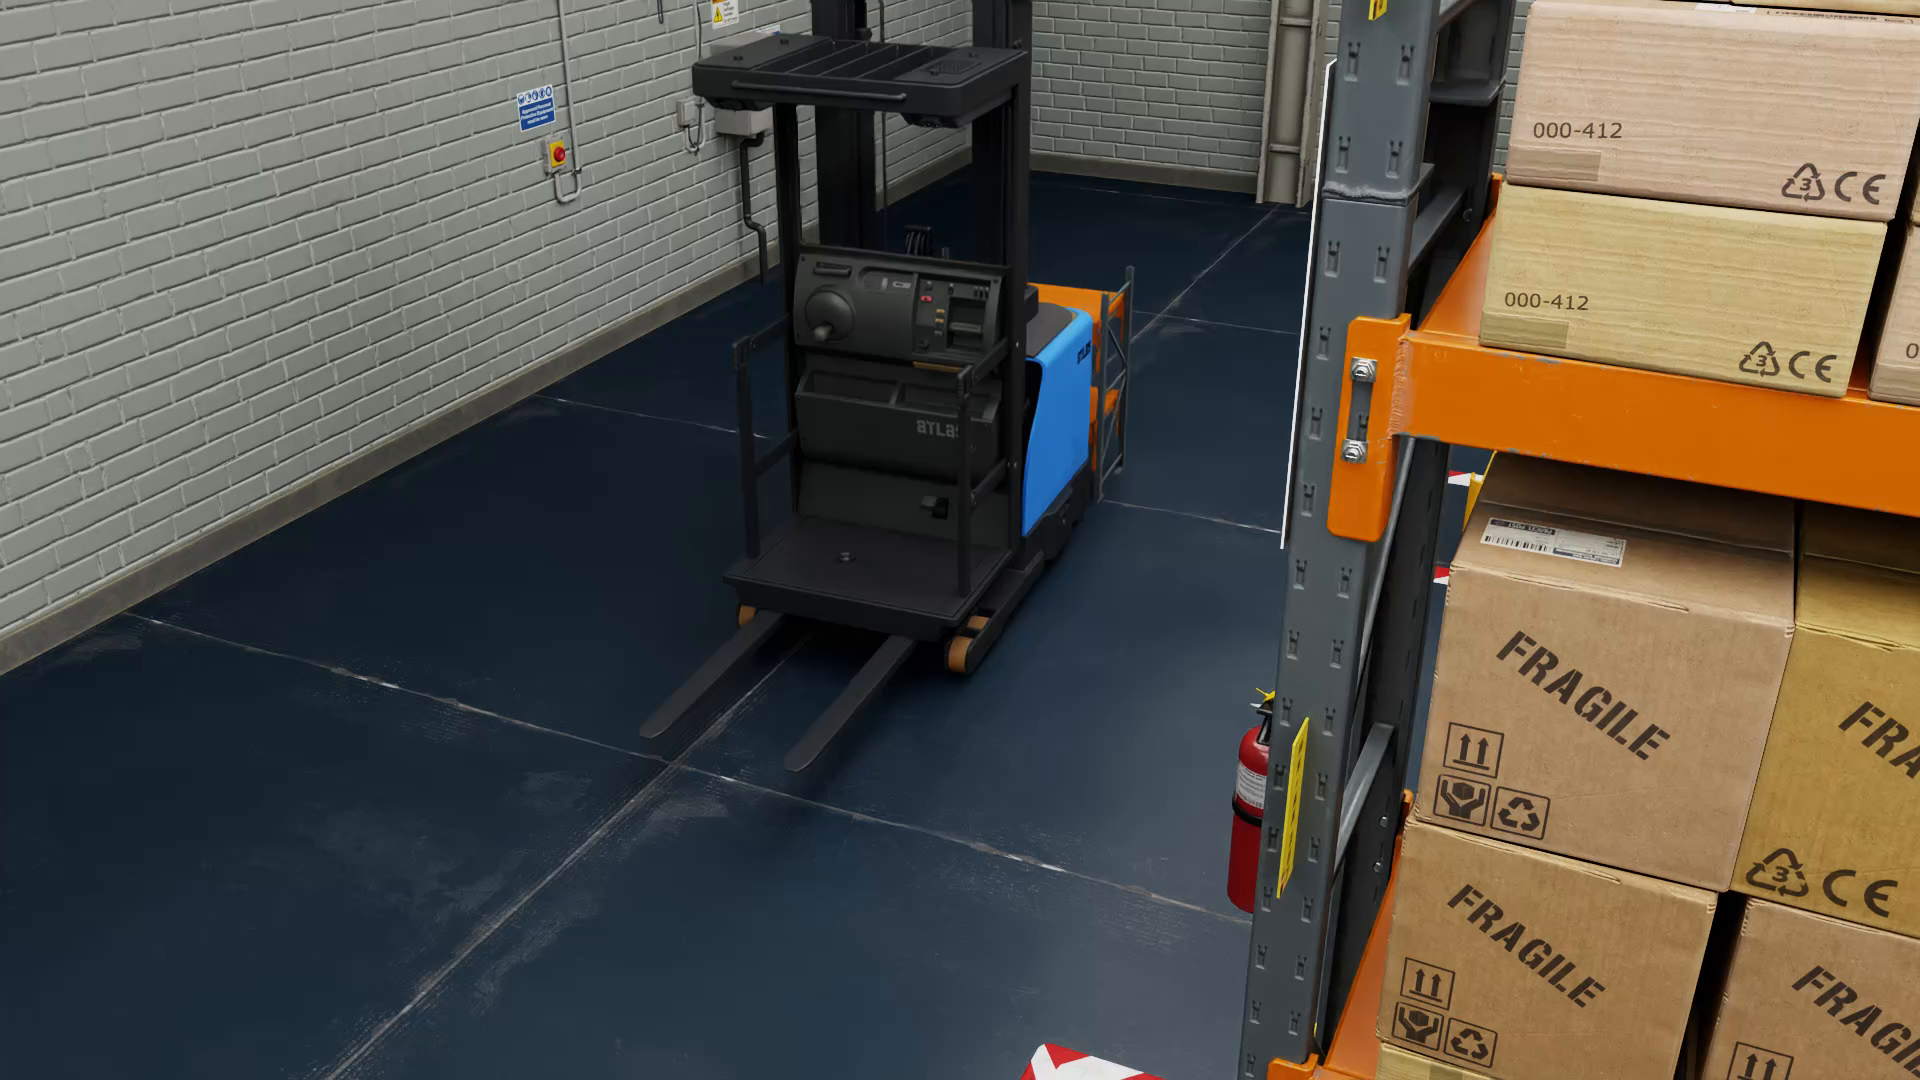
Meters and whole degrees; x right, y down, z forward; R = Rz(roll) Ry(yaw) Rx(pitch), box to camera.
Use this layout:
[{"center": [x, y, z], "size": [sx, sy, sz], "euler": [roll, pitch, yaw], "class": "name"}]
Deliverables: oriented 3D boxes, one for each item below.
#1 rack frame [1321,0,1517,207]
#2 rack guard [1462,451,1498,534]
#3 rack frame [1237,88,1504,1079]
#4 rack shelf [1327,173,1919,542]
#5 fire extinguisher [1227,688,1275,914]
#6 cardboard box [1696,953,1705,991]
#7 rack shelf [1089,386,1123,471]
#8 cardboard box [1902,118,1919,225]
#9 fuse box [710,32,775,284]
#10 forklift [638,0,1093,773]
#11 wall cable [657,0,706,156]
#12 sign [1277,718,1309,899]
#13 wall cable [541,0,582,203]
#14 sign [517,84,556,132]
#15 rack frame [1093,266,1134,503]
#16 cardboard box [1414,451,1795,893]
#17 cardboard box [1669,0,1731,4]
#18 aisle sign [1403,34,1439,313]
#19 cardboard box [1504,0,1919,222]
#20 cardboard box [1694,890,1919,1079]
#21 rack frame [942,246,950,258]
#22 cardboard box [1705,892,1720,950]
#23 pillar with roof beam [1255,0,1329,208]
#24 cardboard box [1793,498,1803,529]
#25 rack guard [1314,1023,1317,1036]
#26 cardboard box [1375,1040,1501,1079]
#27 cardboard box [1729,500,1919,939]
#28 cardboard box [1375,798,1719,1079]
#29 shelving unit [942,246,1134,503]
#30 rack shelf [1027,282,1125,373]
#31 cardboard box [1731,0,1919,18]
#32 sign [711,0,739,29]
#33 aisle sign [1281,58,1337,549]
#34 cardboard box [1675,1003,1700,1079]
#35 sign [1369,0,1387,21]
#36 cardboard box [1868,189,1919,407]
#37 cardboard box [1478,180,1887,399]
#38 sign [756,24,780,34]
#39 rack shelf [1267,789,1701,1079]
[{"center": [0.809, -2.050, 2.227], "size": [0.127, 3.000, 1.000], "euler": [11, 28, 22], "class": "rack frame"}, {"center": [2.744, -0.251, 8.193], "size": [0.348, 0.500, 1.175], "euler": [11, 28, 22], "class": "rack guard"}, {"center": [0.809, 0.641, 3.552], "size": [0.127, 3.000, 1.000], "euler": [11, 28, 22], "class": "rack frame"}, {"center": [2.629, -0.016, 2.305], "size": [4.000, 0.370, 1.077], "euler": [11, 28, 22], "class": "rack shelf"}, {"center": [0.770, 0.612, 4.122], "size": [0.183, 0.674, 0.296], "euler": [11, 28, 22], "class": "fire extinguisher"}, {"center": [1.668, 0.800, 3.513], "size": [0.250, 0.149, 0.380], "euler": [11, 28, 21], "class": "cardboard box"}, {"center": [0.320, -0.664, 8.879], "size": [1.000, 0.278, 0.538], "euler": [9, 28, 19], "class": "rack shelf"}, {"center": [1.576, -0.582, 2.244], "size": [0.500, 0.250, 0.500], "euler": [11, 28, 21], "class": "cardboard box"}, {"center": [-1.375, -2.629, 11.653], "size": [0.414, 1.711, 0.539], "euler": [11, 28, 22], "class": "fuse box"}, {"center": [-0.347, -0.949, 6.860], "size": [1.130, 2.935, 3.031], "euler": [10, 28, 19], "class": "forklift"}, {"center": [-1.800, -3.417, 10.645], "size": [0.122, 1.984, 0.588], "euler": [11, 28, 22], "class": "wall cable"}, {"center": [0.584, 0.471, 2.917], "size": [0.005, 0.325, 0.100], "euler": [11, 28, 22], "class": "sign"}, {"center": [-2.377, -2.859, 9.475], "size": [0.123, 1.953, 0.585], "euler": [11, 28, 22], "class": "wall cable"}, {"center": [-2.453, -2.502, 9.630], "size": [0.001, 0.218, 0.327], "euler": [11, 28, 22], "class": "sign"}, {"center": [0.795, -0.804, 8.610], "size": [0.032, 1.125, 0.500], "euler": [9, 28, 19], "class": "rack frame"}, {"center": [1.108, 0.203, 2.860], "size": [0.500, 0.500, 0.500], "euler": [11, 28, 21], "class": "cardboard box"}, {"center": [1.009, -0.890, 2.417], "size": [0.250, 0.149, 0.380], "euler": [11, 28, 21], "class": "cardboard box"}, {"center": [0.866, -0.659, 3.250], "size": [0.004, 0.787, 0.394], "euler": [11, 28, 22], "class": "aisle sign"}, {"center": [1.110, -0.675, 2.433], "size": [0.500, 0.250, 0.500], "euler": [12, 29, 23], "class": "cardboard box"}, {"center": [1.601, 0.744, 2.894], "size": [0.500, 0.500, 0.500], "euler": [11, 28, 22], "class": "cardboard box"}, {"center": [-0.155, -0.963, 8.933], "size": [0.032, 1.125, 0.500], "euler": [9, 28, 19], "class": "rack frame"}, {"center": [1.791, 0.538, 3.312], "size": [0.500, 0.500, 0.500], "euler": [11, 28, 21], "class": "cardboard box"}, {"center": [0.954, -5.180, 8.583], "size": [0.400, 9.000, 9.100], "euler": [11, 28, 22], "class": "pillar with roof beam"}, {"center": [1.328, -0.002, 3.276], "size": [0.500, 0.500, 0.500], "euler": [11, 28, 21], "class": "cardboard box"}, {"center": [0.878, 1.777, 4.076], "size": [0.348, 0.500, 1.175], "euler": [11, 28, 22], "class": "rack guard"}, {"center": [0.968, 0.945, 3.219], "size": [0.250, 0.149, 0.380], "euler": [11, 28, 21], "class": "cardboard box"}, {"center": [1.569, 0.293, 2.677], "size": [0.500, 0.500, 0.500], "euler": [12, 29, 23], "class": "cardboard box"}, {"center": [1.103, 0.656, 3.072], "size": [0.500, 0.500, 0.500], "euler": [13, 29, 24], "class": "cardboard box"}, {"center": [0.320, -0.884, 8.771], "size": [1.048, 1.125, 0.538], "euler": [9, 28, 19], "class": "shelving unit"}, {"center": [0.320, -1.146, 8.642], "size": [1.000, 0.278, 0.538], "euler": [9, 28, 19], "class": "rack shelf"}, {"center": [1.234, -0.836, 2.308], "size": [0.250, 0.149, 0.380], "euler": [13, 29, 24], "class": "cardboard box"}, {"center": [-1.586, -3.593, 11.218], "size": [0.001, 0.242, 0.339], "euler": [11, 28, 22], "class": "sign"}, {"center": [0.618, -0.418, 2.760], "size": [0.004, 0.787, 0.394], "euler": [11, 28, 22], "class": "aisle sign"}, {"center": [1.439, 1.046, 3.015], "size": [0.250, 0.149, 0.380], "euler": [11, 28, 20], "class": "cardboard box"}, {"center": [0.584, -0.878, 2.253], "size": [0.005, 0.325, 0.100], "euler": [11, 28, 22], "class": "sign"}, {"center": [1.589, -0.354, 2.348], "size": [0.500, 0.250, 0.500], "euler": [12, 29, 23], "class": "cardboard box"}, {"center": [1.112, -0.452, 2.547], "size": [0.500, 0.250, 0.500], "euler": [12, 29, 24], "class": "cardboard box"}, {"center": [-1.359, -3.401, 11.869], "size": [0.001, 0.494, 0.329], "euler": [11, 28, 22], "class": "sign"}, {"center": [2.629, 1.330, 2.968], "size": [4.000, 0.370, 1.077], "euler": [11, 28, 22], "class": "rack shelf"}]
